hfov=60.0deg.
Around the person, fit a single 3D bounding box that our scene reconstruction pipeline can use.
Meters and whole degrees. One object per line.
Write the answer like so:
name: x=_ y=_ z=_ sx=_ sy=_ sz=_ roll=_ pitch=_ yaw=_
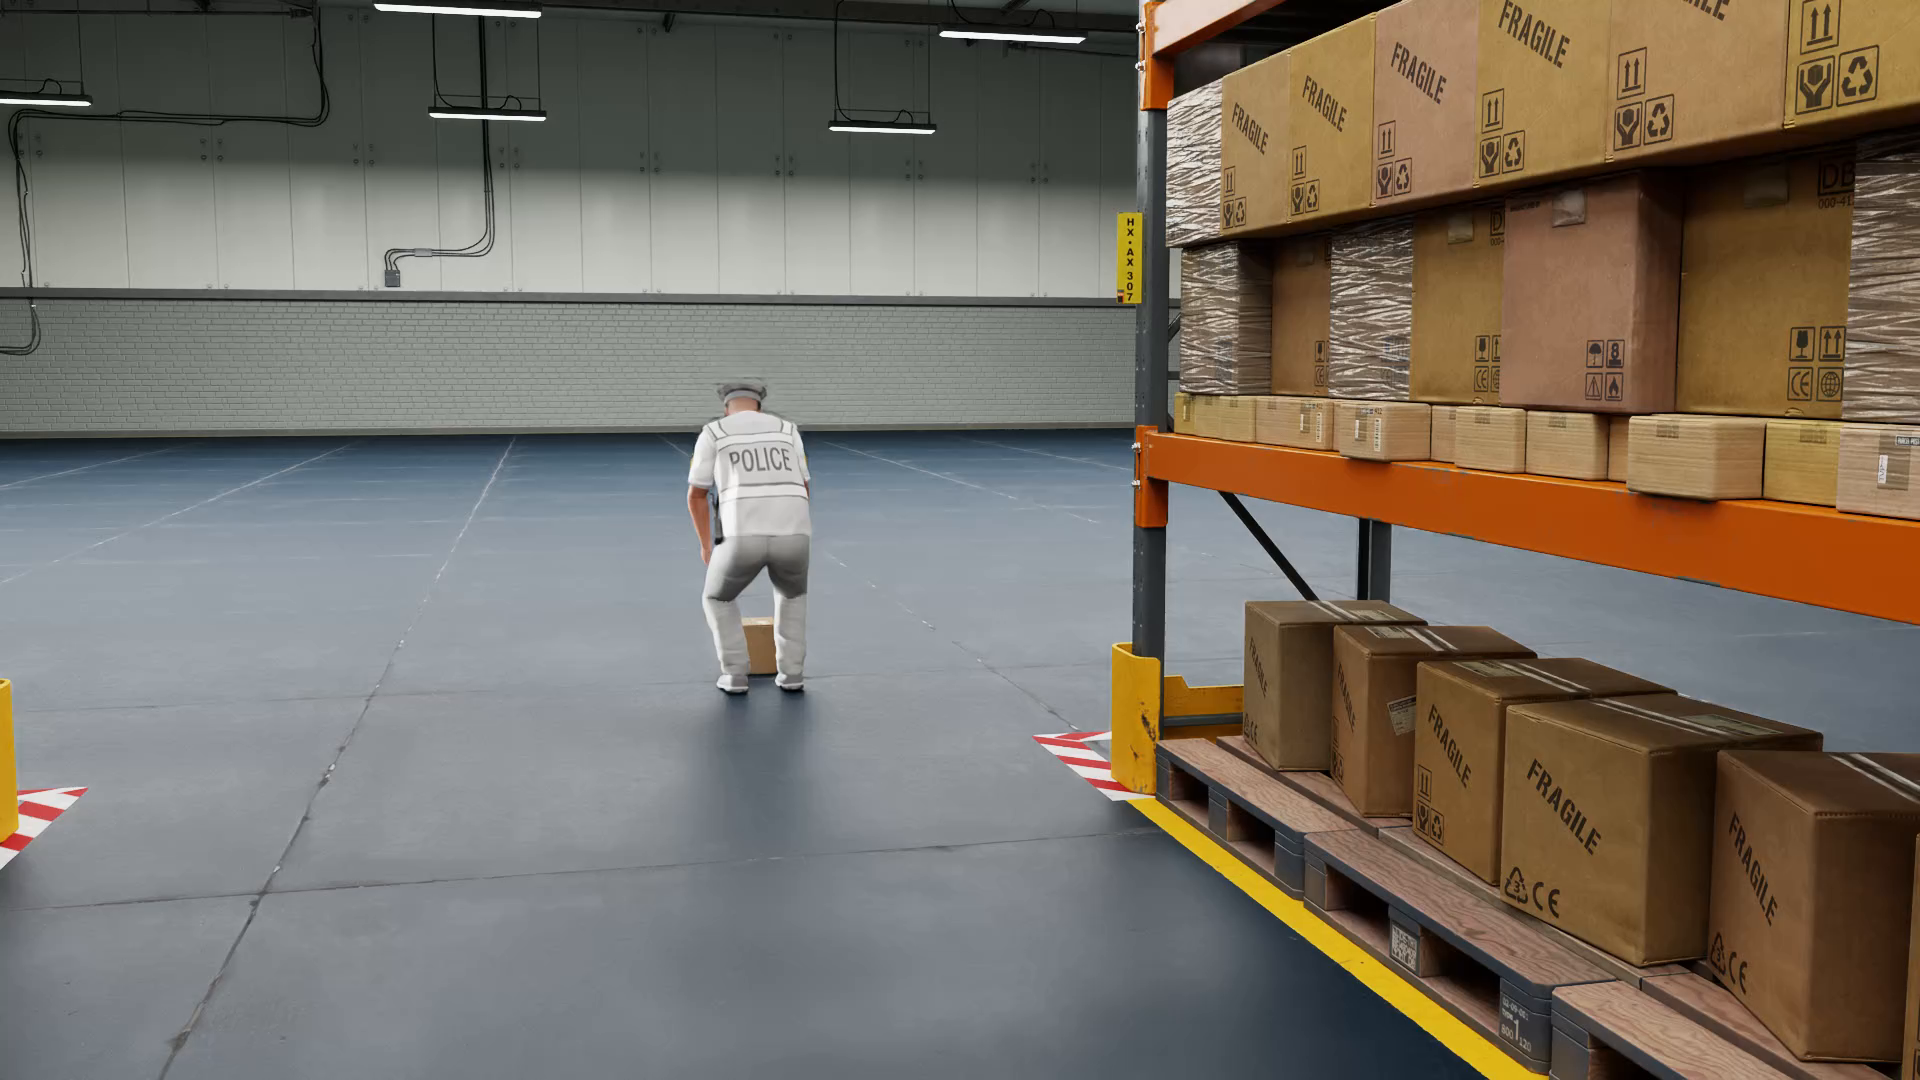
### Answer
person: x=-0.999 y=-0.017 z=7.958 sx=0.589 sy=1.468 sz=0.772 roll=-1 pitch=6 yaw=-13
